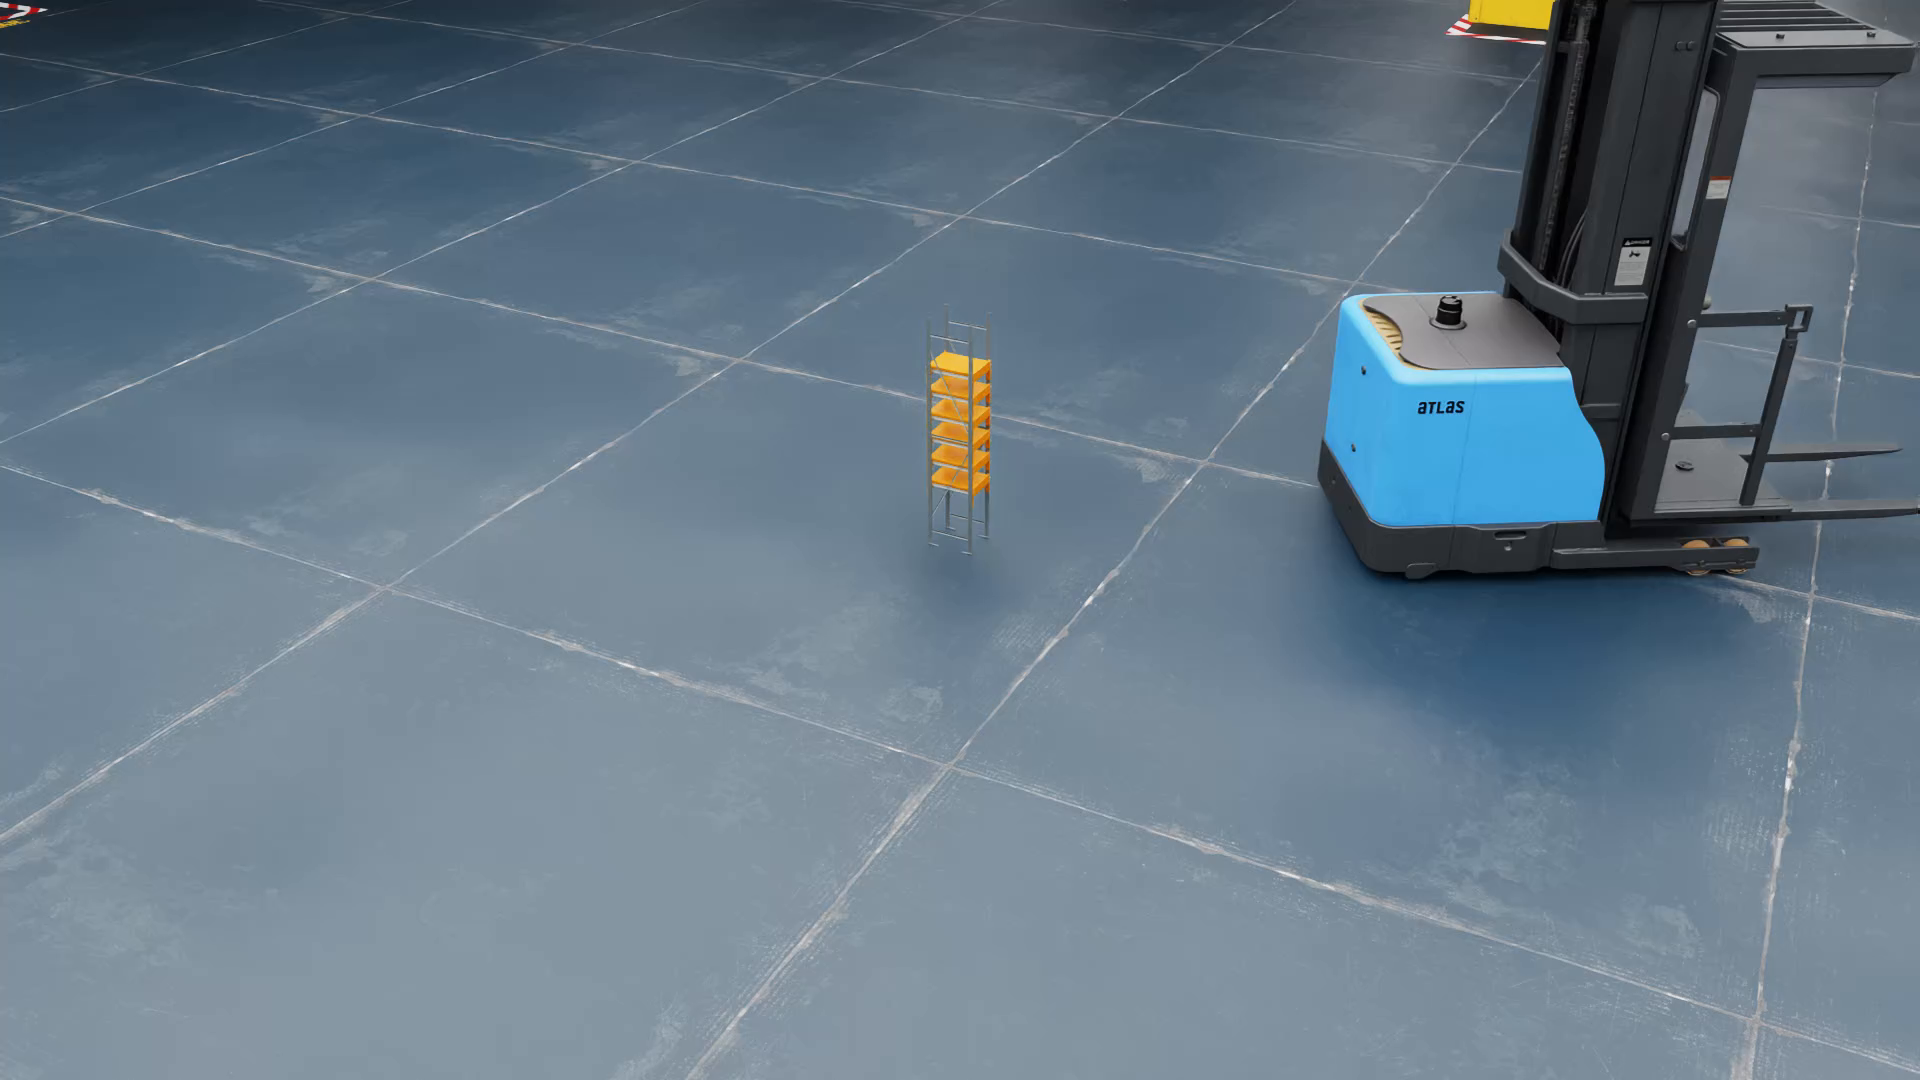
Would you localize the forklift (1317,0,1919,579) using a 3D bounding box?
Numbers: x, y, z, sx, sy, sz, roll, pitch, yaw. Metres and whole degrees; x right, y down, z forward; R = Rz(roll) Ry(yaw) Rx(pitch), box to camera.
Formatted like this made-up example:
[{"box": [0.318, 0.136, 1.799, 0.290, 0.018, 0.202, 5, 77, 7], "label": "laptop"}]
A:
[{"box": [3.400, -1.363, 7.681, 3.031, 2.935, 1.130, -2, 30, -3], "label": "forklift"}]

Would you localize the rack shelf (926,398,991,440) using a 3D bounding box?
[{"box": [-0.007, -0.579, 7.902, 0.258, 0.103, 0.180, 14, 33, 23], "label": "rack shelf"}]

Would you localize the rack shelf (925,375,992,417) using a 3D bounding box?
[{"box": [-0.007, -0.683, 7.843, 0.258, 0.103, 0.180, 14, 33, 23], "label": "rack shelf"}]

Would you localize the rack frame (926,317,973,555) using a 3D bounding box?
[{"box": [-0.048, -0.473, 7.869, 0.240, 1.200, 0.006, 14, 33, 23], "label": "rack frame"}]

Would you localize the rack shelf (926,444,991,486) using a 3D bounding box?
[{"box": [-0.007, -0.371, 8.022, 0.258, 0.103, 0.180, 14, 33, 23], "label": "rack shelf"}]

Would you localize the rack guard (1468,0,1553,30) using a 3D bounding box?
[{"box": [6.096, -5.786, 17.824, 1.175, 0.500, 0.348, 14, 33, 23], "label": "rack guard"}]

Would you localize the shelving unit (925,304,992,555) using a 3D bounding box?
[{"box": [-0.007, -0.514, 7.940, 0.258, 1.200, 0.189, 14, 33, 23], "label": "shelving unit"}]

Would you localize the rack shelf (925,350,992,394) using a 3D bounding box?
[{"box": [-0.007, -0.788, 7.783, 0.258, 0.103, 0.180, 14, 33, 23], "label": "rack shelf"}]

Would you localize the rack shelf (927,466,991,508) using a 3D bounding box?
[{"box": [-0.007, -0.267, 8.082, 0.258, 0.103, 0.180, 14, 33, 23], "label": "rack shelf"}]

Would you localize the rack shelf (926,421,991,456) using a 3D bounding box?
[{"box": [-0.007, -0.475, 7.962, 0.258, 0.103, 0.180, 14, 33, 23], "label": "rack shelf"}]

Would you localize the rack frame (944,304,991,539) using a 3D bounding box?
[{"box": [0.035, -0.554, 8.011, 0.240, 1.200, 0.006, 14, 33, 23], "label": "rack frame"}]
